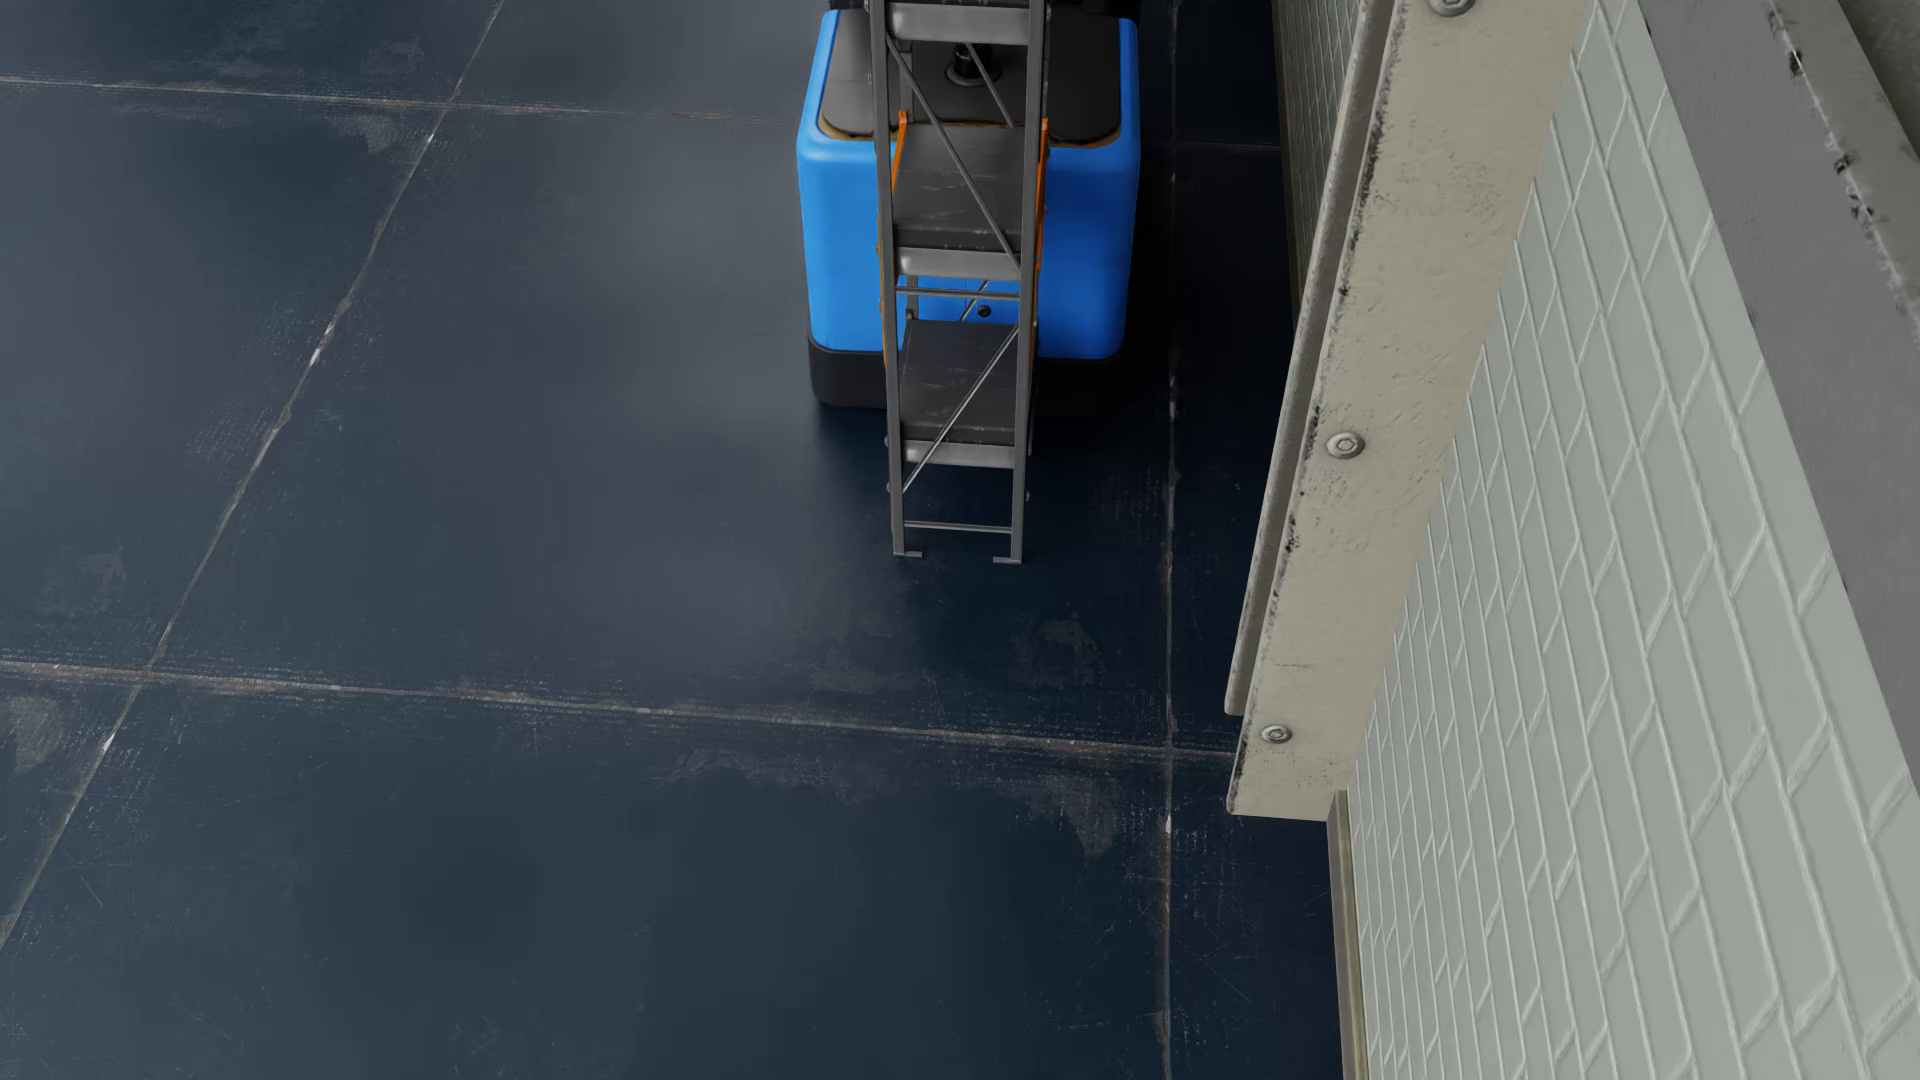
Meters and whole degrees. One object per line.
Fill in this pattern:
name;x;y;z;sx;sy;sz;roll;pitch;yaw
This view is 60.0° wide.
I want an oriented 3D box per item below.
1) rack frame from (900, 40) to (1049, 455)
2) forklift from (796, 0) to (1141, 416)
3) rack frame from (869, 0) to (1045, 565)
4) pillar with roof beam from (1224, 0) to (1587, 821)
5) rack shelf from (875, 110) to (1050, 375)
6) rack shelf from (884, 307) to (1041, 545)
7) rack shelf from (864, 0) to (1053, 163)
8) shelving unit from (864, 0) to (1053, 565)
rack frame;0.037;-1.010;4.750;0.400;2.100;0.015;4;48;4
forklift;0.102;-2.484;5.536;1.130;2.935;3.031;2;48;2
rack frame;-0.007;-0.651;4.422;0.400;2.100;0.015;4;48;4
pillar with roof beam;-3.383;-2.712;1.632;9.100;9.000;0.400;4;48;4
rack shelf;0.015;-0.821;4.597;0.431;0.518;0.480;4;48;4
rack shelf;0.015;-0.349;5.113;0.431;0.518;0.480;4;48;4
rack shelf;0.015;-1.294;4.080;0.431;0.518;0.480;4;48;4
shelving unit;0.015;-0.830;4.586;0.431;2.100;0.503;4;48;4
